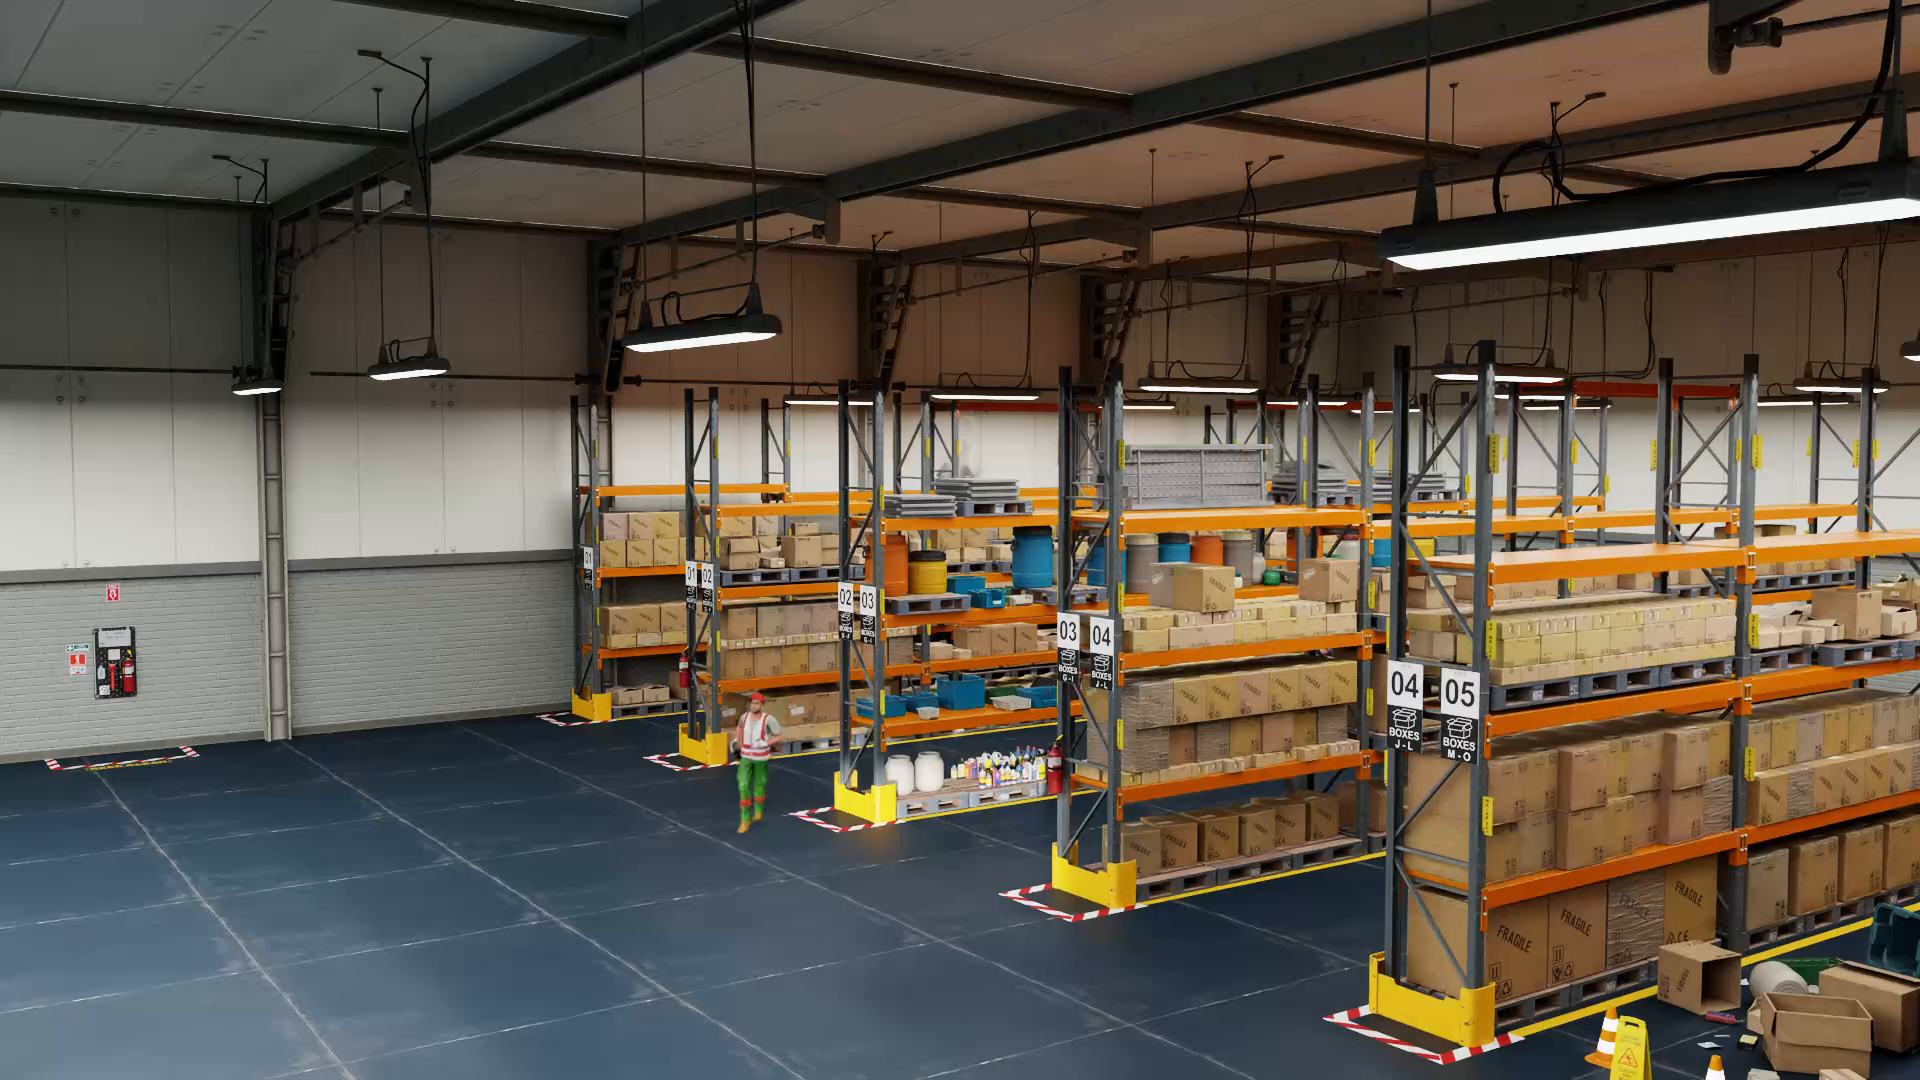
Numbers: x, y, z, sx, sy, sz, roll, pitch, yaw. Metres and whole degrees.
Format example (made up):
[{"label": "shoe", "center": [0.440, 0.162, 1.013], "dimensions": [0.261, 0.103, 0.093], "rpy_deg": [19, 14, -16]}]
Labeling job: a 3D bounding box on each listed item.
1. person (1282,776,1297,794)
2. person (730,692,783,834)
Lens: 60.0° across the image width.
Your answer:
[{"label": "person", "center": [4.618, 2.931, 23.522], "dimensions": [0.661, 1.695, 0.586], "rpy_deg": [-3, 5, -44]}, {"label": "person", "center": [-2.698, 2.949, 22.132], "dimensions": [0.701, 1.860, 0.751], "rpy_deg": [1, 3, 11]}]
